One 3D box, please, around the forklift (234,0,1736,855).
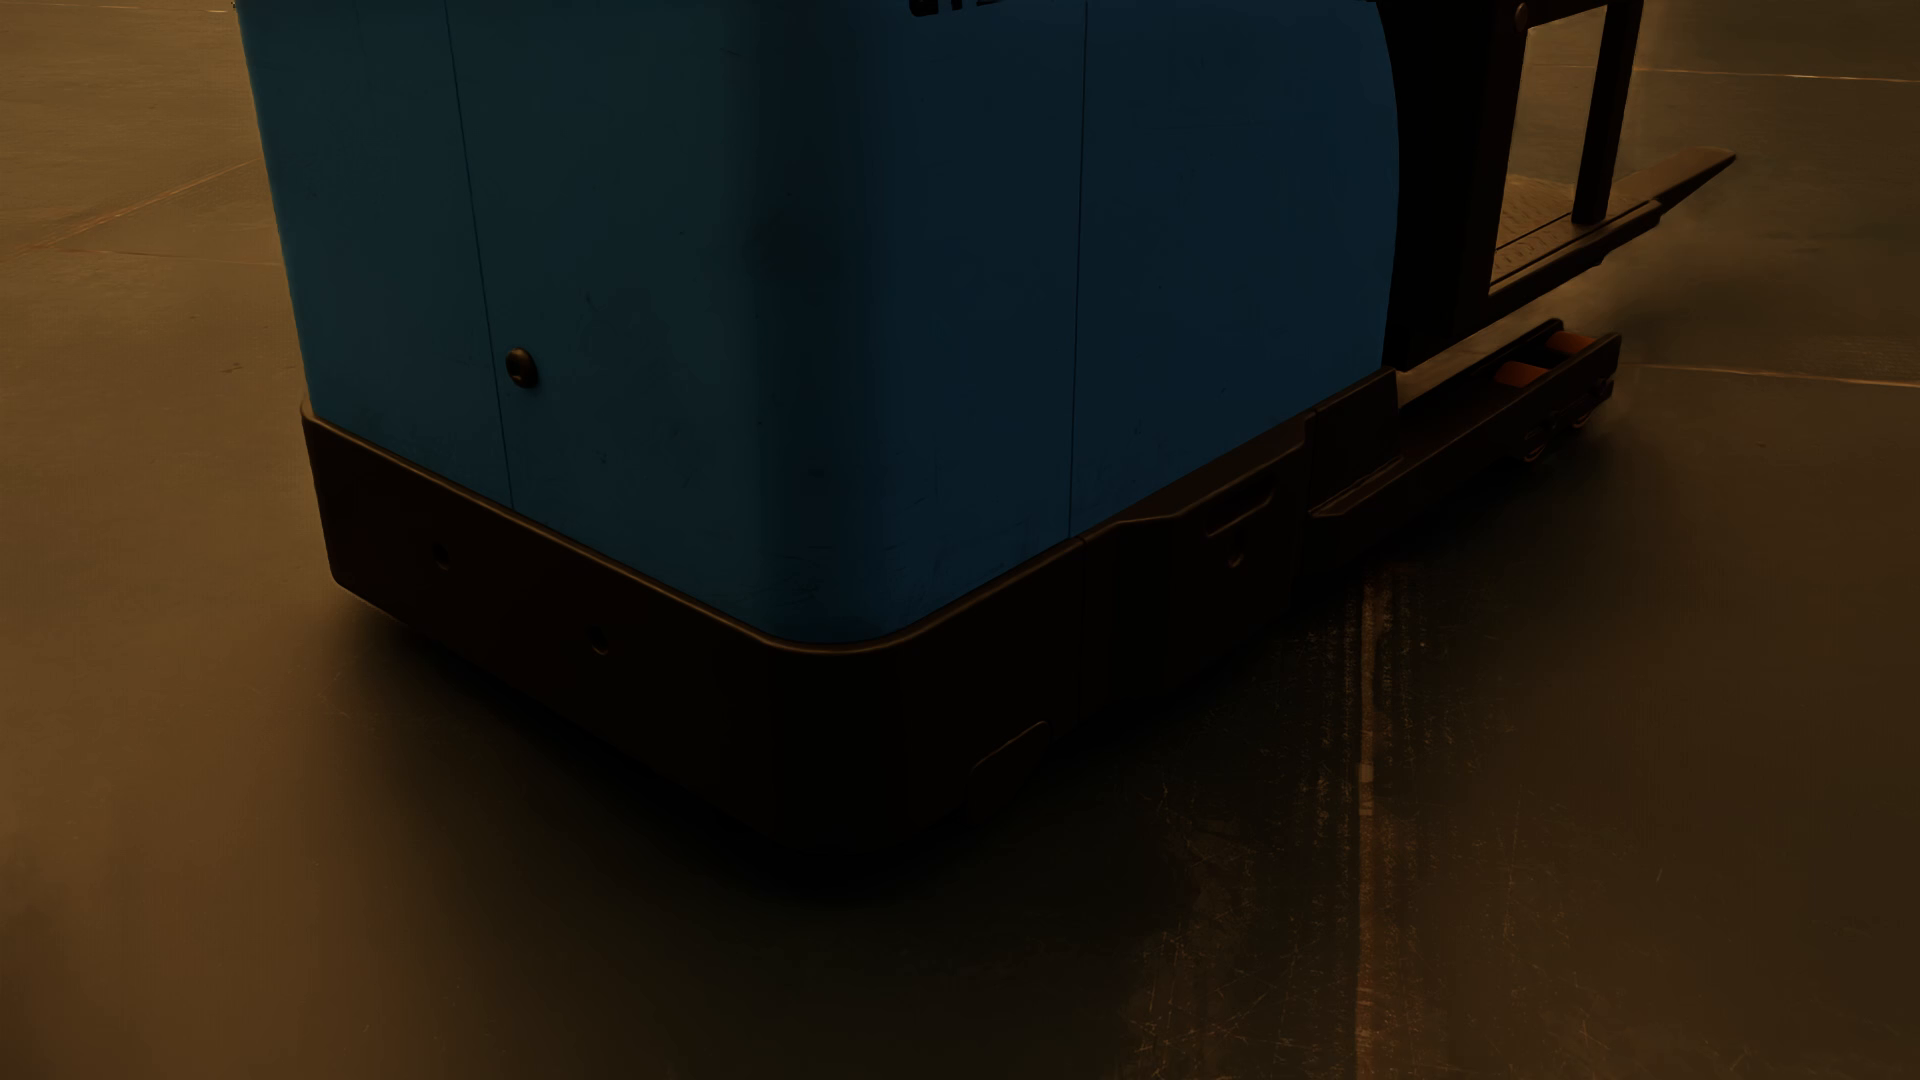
[{"bbox_3d":[0.490,-1.570,2.358,1.130,2.935,3.031,22,34,36],"label":"forklift"}]
